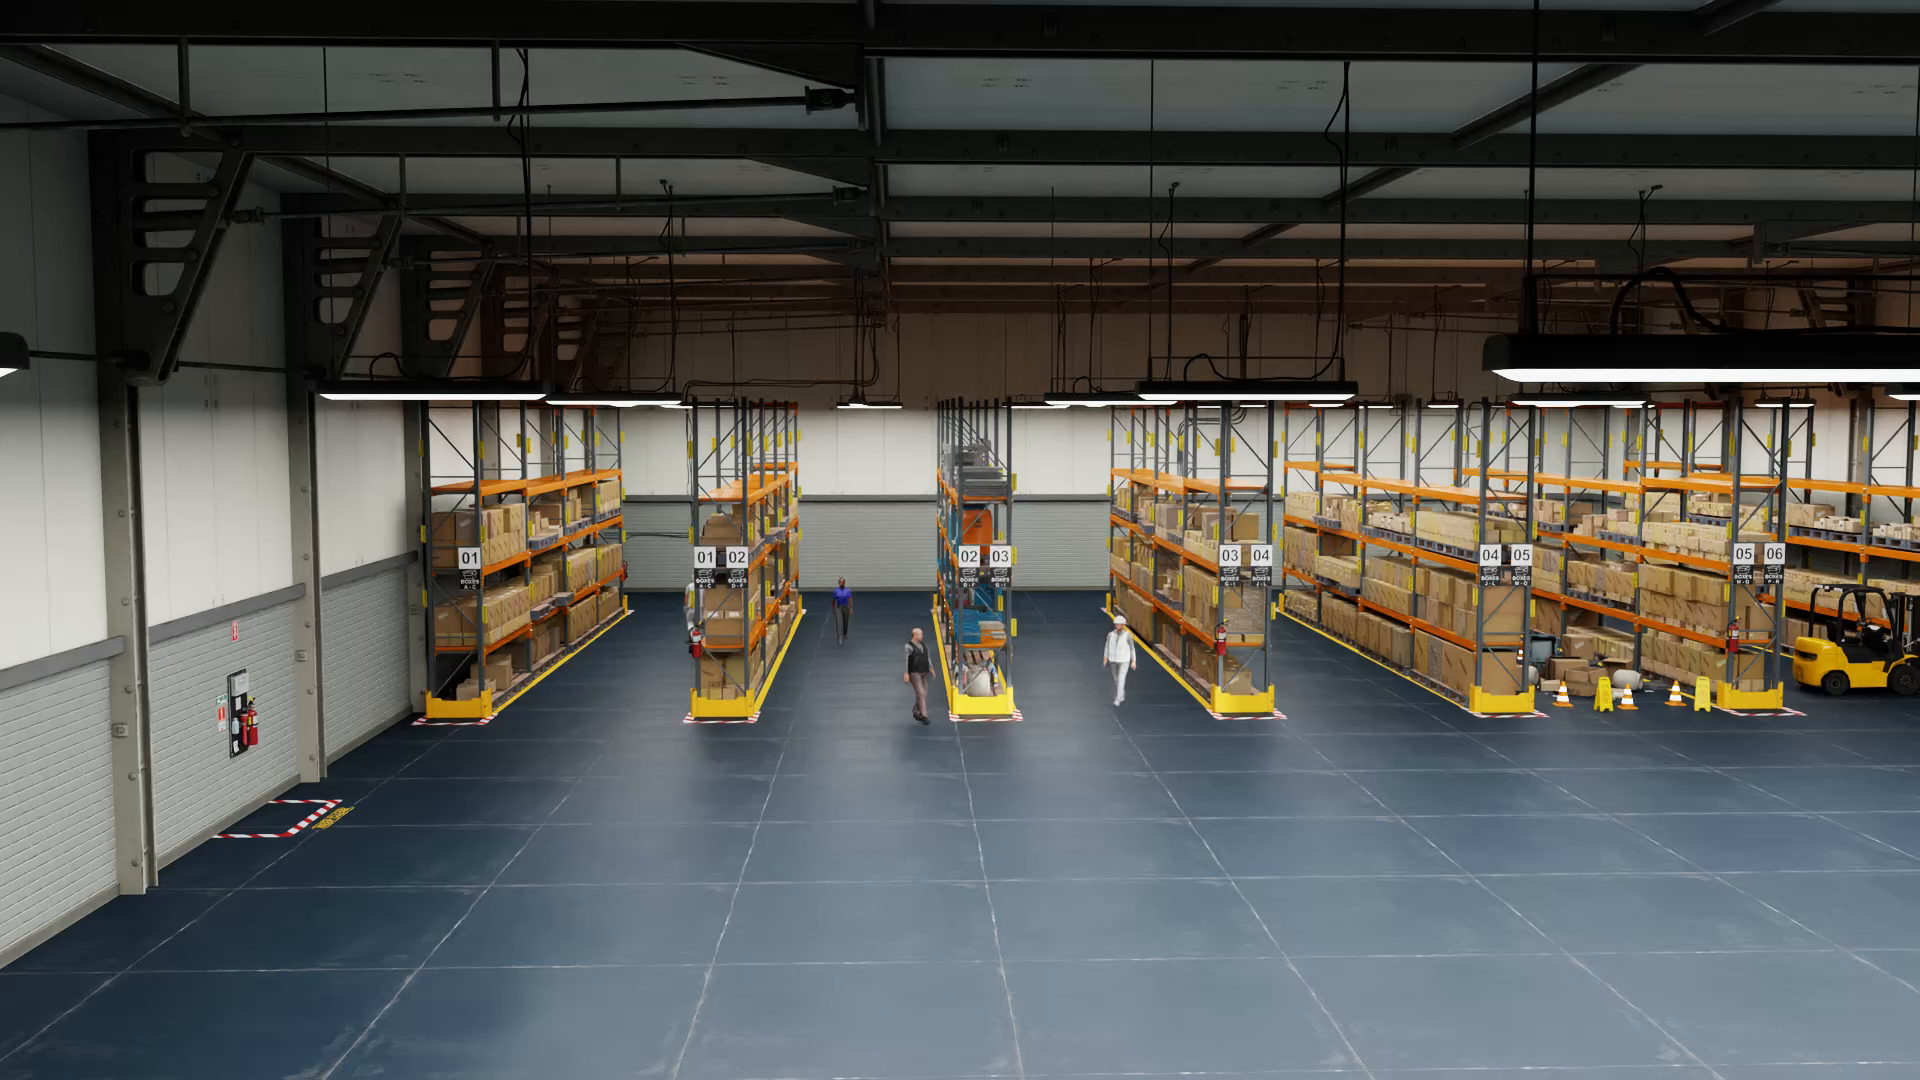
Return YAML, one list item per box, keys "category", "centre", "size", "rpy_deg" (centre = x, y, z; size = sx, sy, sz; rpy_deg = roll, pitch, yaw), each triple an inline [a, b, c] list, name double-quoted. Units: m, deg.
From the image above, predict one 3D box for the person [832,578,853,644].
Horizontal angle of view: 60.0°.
- category: "person"
  centre: [-2.910, 1.728, 41.169]
  size: [0.513, 1.593, 1.021]
  rpy_deg: [0, 4, -4]

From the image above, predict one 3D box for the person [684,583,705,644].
- category: "person"
  centre: [-6.460, 1.683, 40.635]
  size: [0.586, 1.785, 0.475]
  rpy_deg: [0, 4, 2]

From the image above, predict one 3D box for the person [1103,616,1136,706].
- category: "person"
  centre: [3.062, 2.343, 32.368]
  size: [0.581, 1.719, 0.990]
  rpy_deg: [3, 5, 31]

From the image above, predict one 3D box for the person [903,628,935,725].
- category: "person"
  centre: [-0.662, 2.512, 30.714]
  size: [0.565, 1.724, 0.739]
  rpy_deg: [-4, 6, -44]
